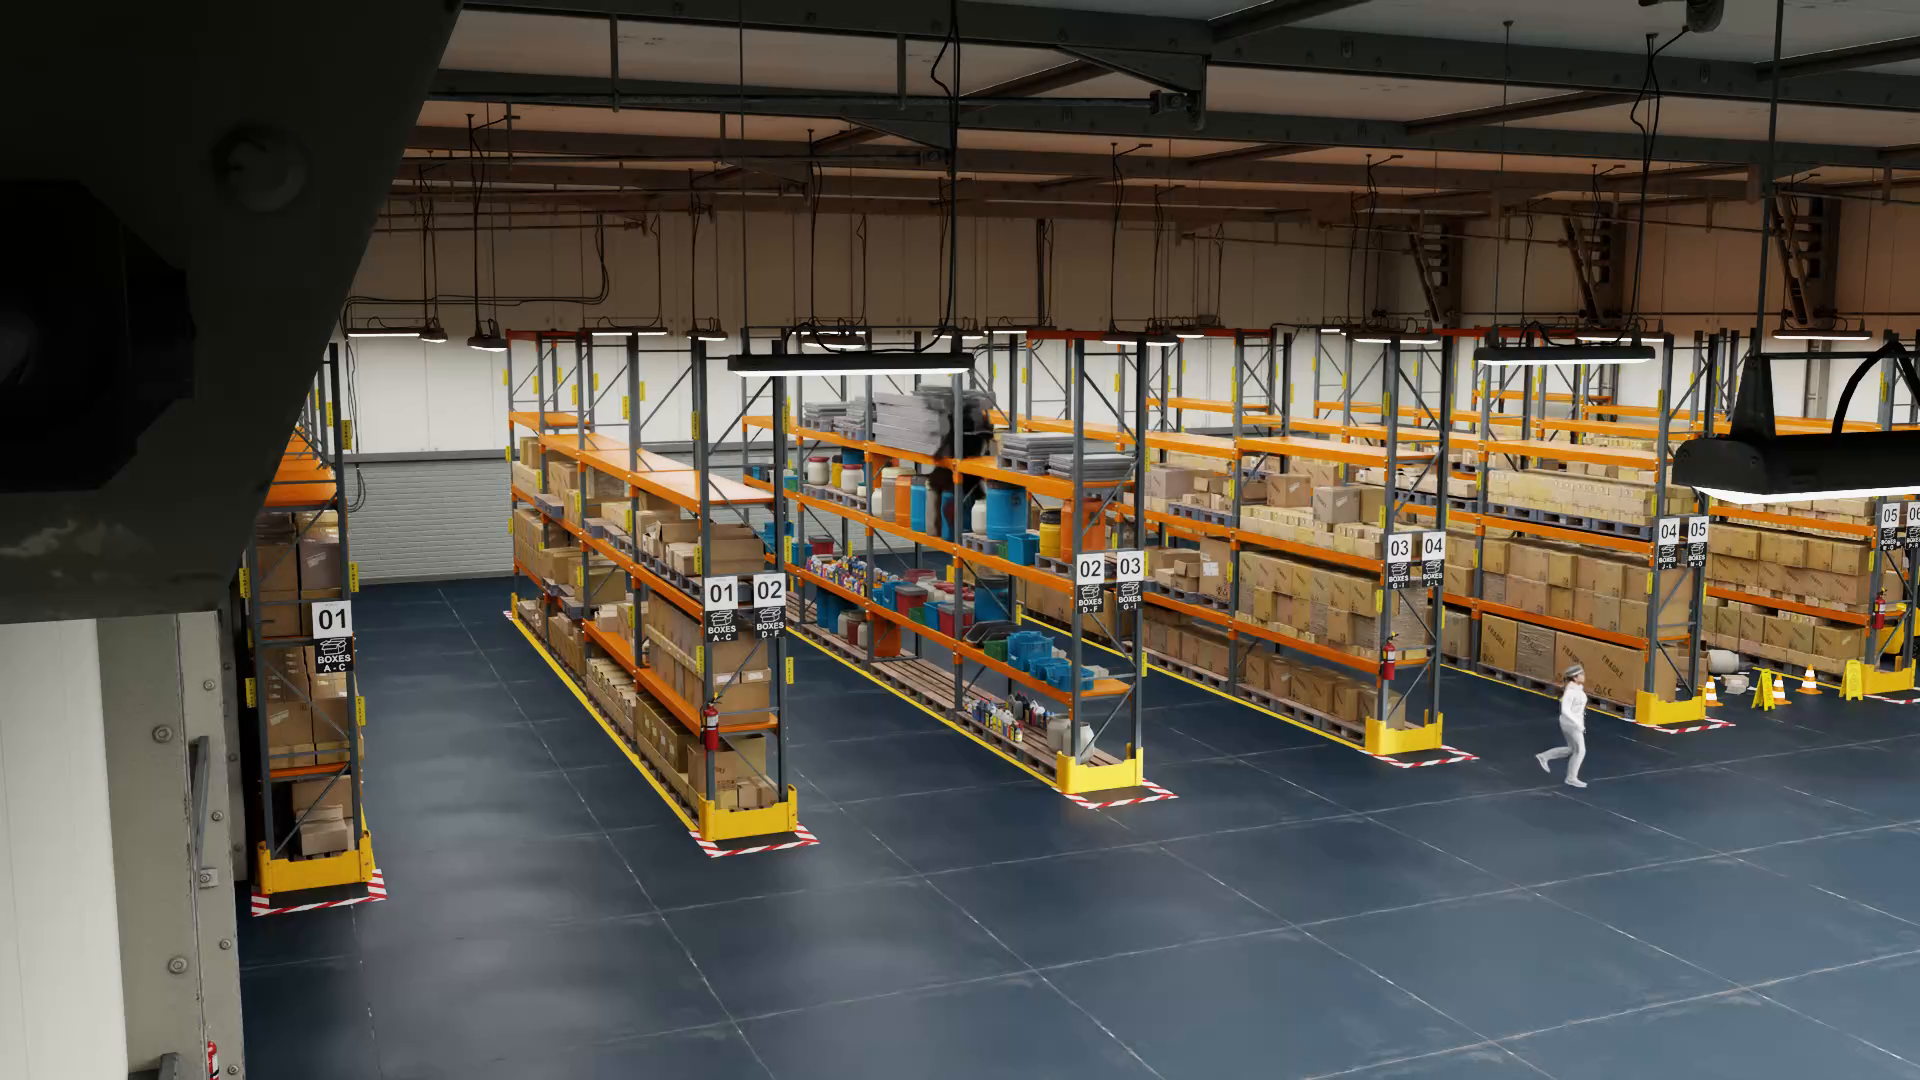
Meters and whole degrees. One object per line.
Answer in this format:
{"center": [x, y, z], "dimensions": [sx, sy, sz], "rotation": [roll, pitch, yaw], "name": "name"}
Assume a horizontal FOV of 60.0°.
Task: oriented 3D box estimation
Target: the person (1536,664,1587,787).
{"center": [8.141, 2.476, 22.400], "dimensions": [0.653, 1.690, 0.621], "rotation": [3, 8, 22], "name": "person"}

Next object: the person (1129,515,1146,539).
{"center": [3.950, 0.299, 38.303], "dimensions": [0.690, 1.806, 0.646], "rotation": [-3, 8, -19], "name": "person"}
